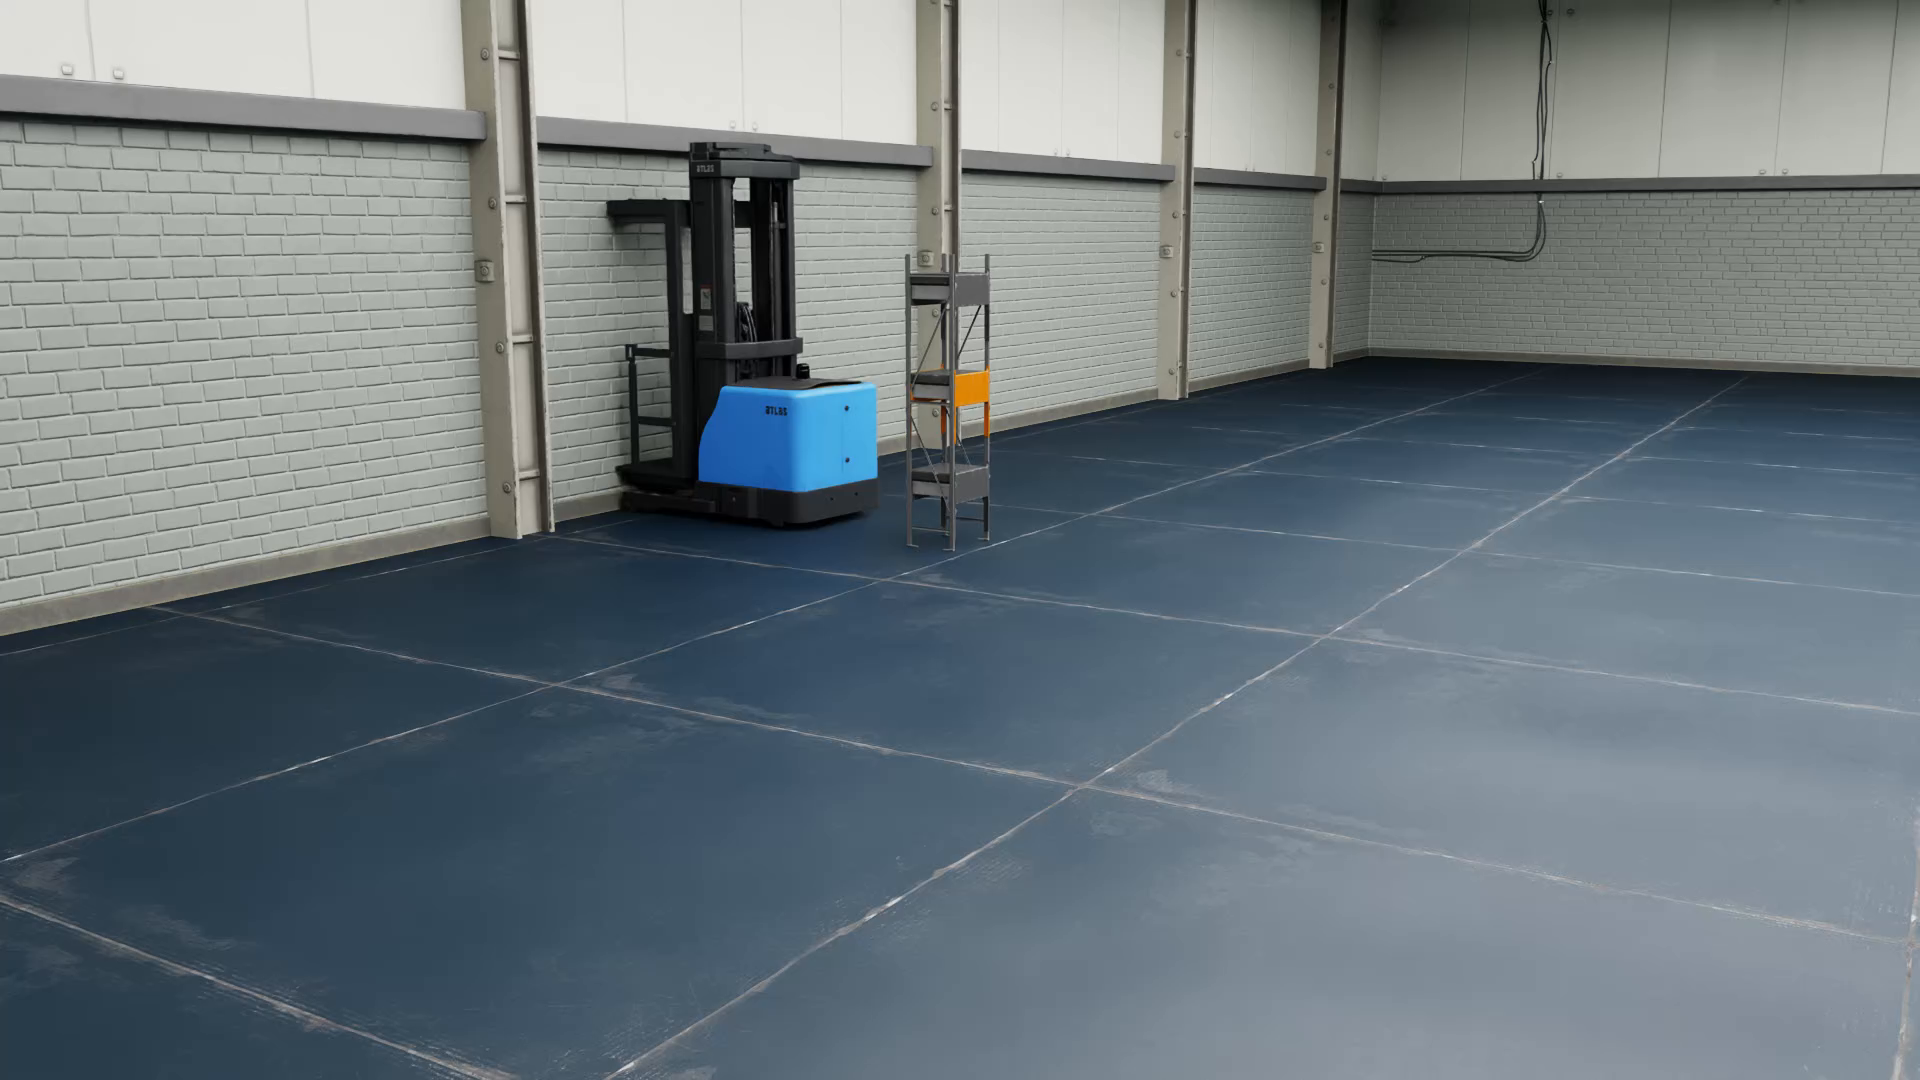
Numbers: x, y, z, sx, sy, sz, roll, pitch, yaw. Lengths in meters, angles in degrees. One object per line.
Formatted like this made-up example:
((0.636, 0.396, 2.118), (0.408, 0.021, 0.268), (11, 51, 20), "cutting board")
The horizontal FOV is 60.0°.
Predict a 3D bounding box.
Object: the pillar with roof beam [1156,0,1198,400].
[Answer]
((6.578, -5.951, 19.702), (9.100, 9.000, 0.400), (6, 12, 31), "pillar with roof beam")

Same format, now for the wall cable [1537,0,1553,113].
((10.985, -8.341, 27.180), (3.097, 2.526, 0.112), (6, 12, 31), "wall cable")

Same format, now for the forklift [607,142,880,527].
((-2.147, -1.728, 13.634), (3.031, 2.935, 1.130), (7, 13, 34), "forklift")

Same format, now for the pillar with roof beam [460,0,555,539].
((0.348, -4.064, 9.622), (9.100, 9.000, 0.400), (6, 12, 31), "pillar with roof beam")

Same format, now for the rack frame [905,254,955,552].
((-0.213, -0.968, 11.831), (0.400, 2.100, 0.015), (6, 12, 31), "rack frame")

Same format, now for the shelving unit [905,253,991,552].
((-0.086, -1.006, 12.036), (0.431, 2.100, 0.503), (6, 12, 31), "shelving unit")

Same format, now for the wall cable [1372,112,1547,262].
((8.673, -6.117, 29.025), (3.097, 2.526, 0.112), (6, 12, 31), "wall cable")

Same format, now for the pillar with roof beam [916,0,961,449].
((3.463, -5.008, 14.662), (9.100, 9.000, 0.400), (6, 12, 31), "pillar with roof beam")

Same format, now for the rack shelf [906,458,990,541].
((-0.086, -0.305, 12.168), (0.431, 0.518, 0.480), (6, 12, 31), "rack shelf")

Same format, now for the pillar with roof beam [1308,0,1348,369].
((9.693, -6.895, 24.743), (9.100, 9.000, 0.400), (6, 12, 31), "pillar with roof beam")

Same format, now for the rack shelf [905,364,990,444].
((-0.086, -0.993, 12.039), (0.431, 0.518, 0.480), (6, 12, 31), "rack shelf")

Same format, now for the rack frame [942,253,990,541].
((0.041, -1.044, 12.241), (0.400, 2.100, 0.015), (6, 12, 31), "rack frame")

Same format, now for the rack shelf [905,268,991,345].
((-0.086, -1.681, 11.910), (0.431, 0.518, 0.480), (6, 12, 31), "rack shelf")
